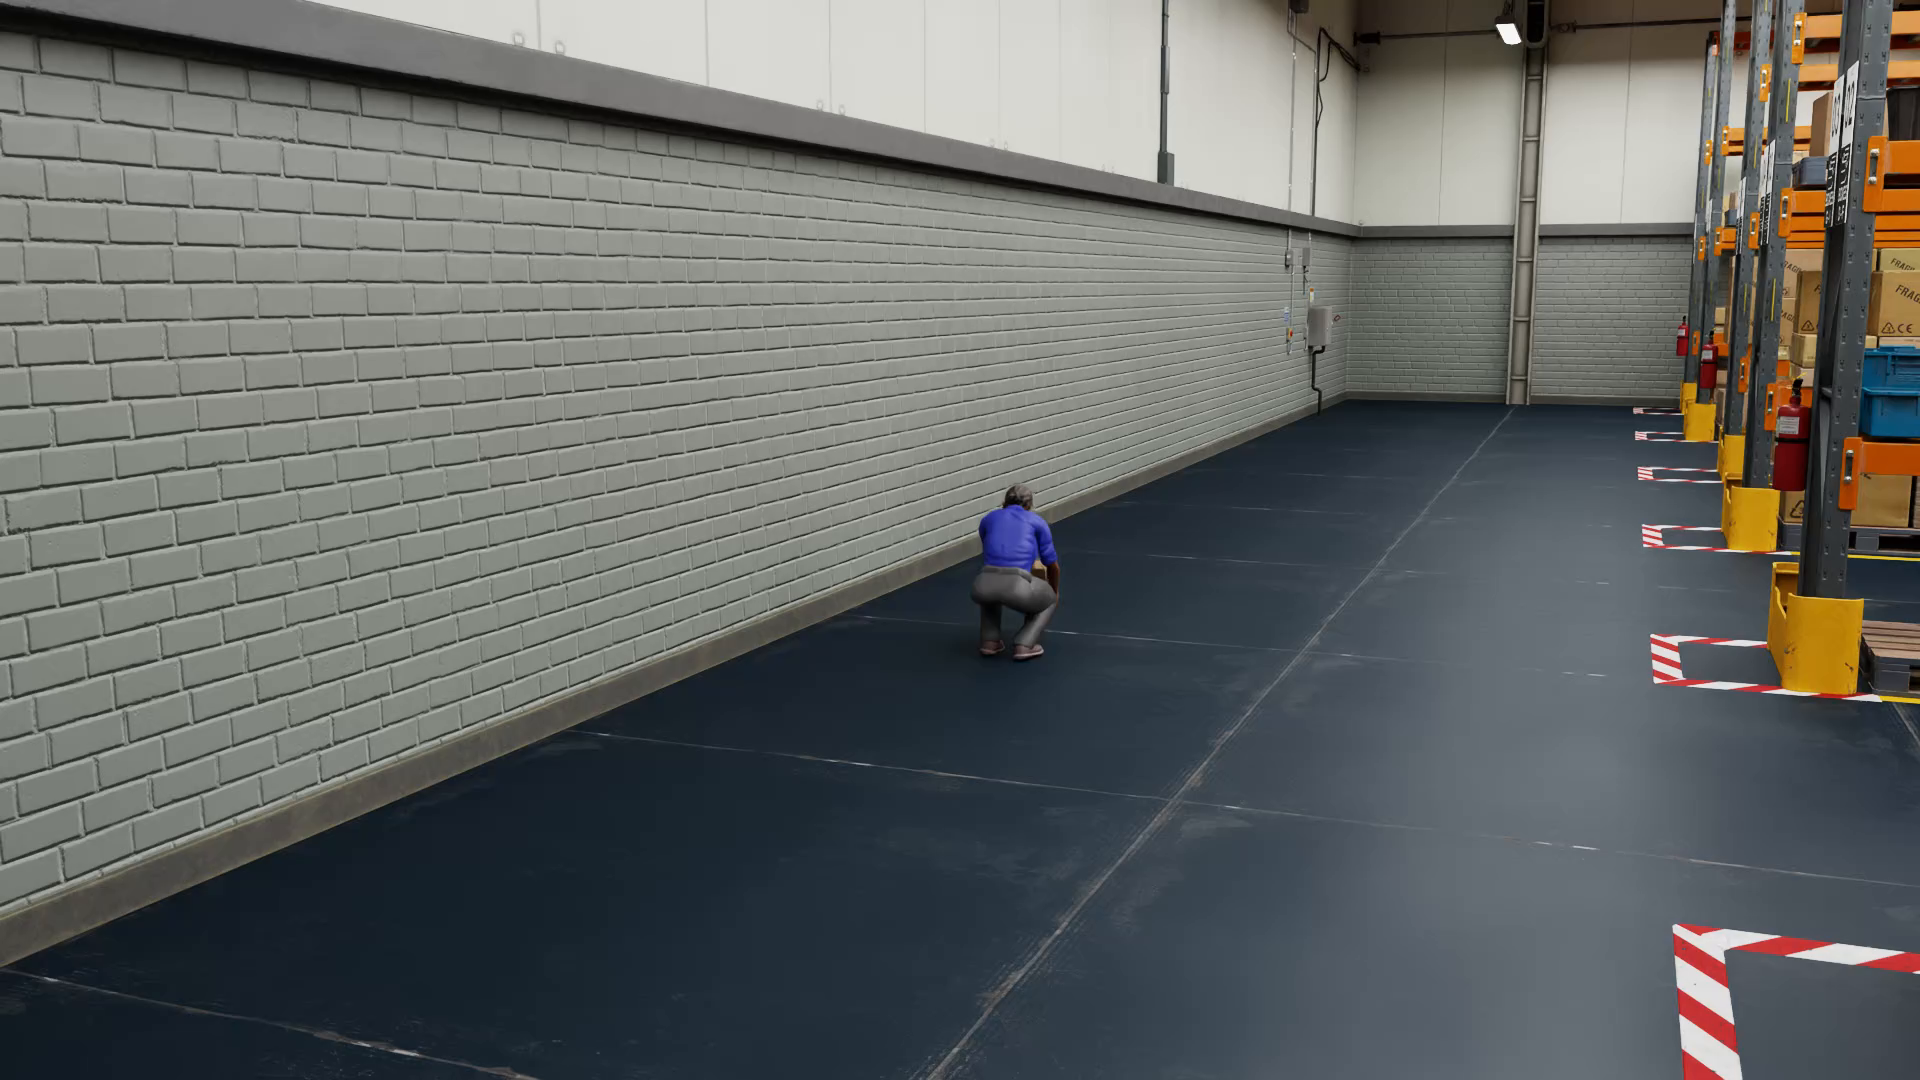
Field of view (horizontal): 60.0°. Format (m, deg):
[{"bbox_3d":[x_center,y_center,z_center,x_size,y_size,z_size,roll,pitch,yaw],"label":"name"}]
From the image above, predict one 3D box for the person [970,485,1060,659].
[{"bbox_3d":[0.320,0.180,9.594,0.465,0.945,0.830,3,9,20],"label":"person"}]
